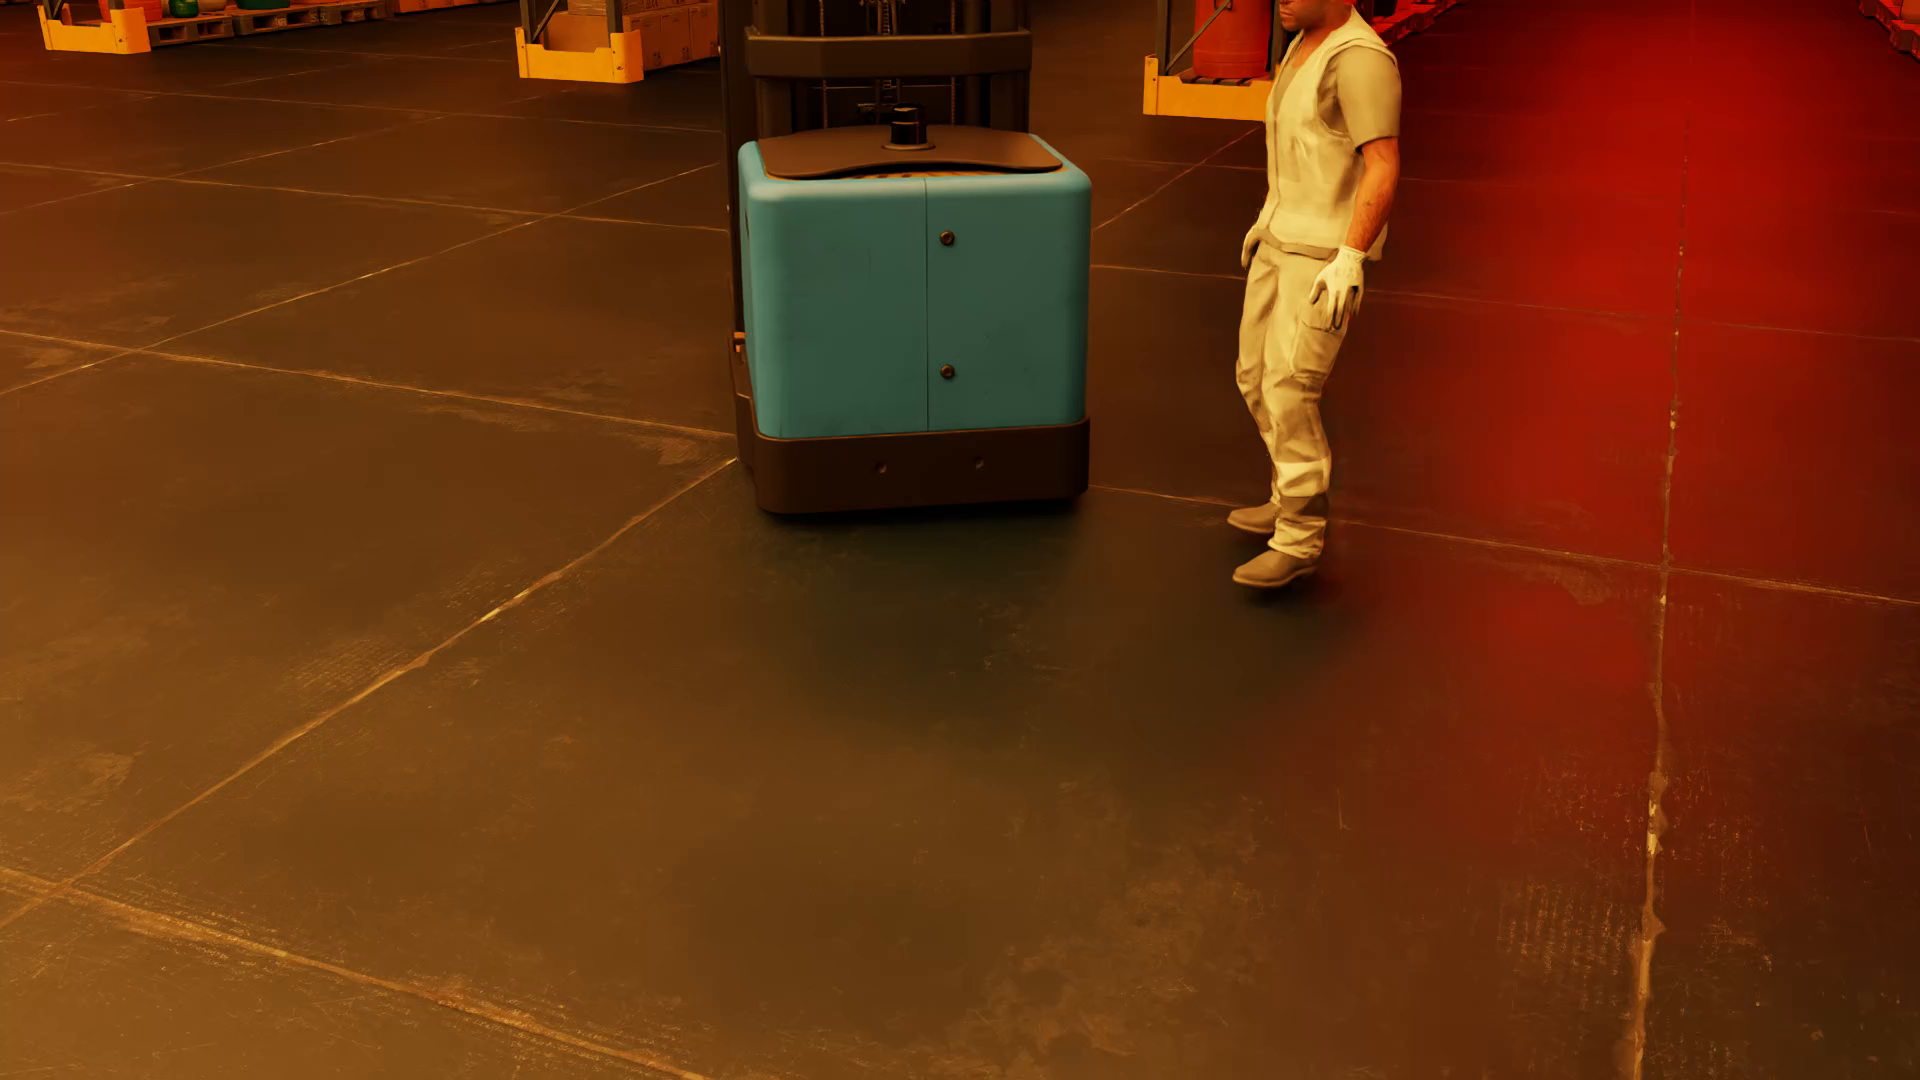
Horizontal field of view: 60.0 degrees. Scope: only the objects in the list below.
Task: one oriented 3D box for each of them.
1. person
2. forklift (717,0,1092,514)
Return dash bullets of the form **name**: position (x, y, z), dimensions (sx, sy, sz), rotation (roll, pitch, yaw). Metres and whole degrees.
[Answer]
- **person**: position (0.929, -0.800, 4.628), dimensions (0.472, 1.759, 0.793), rotation (-5, 23, -11)
- **forklift**: position (-0.336, -1.967, 5.999), dimensions (1.130, 2.935, 3.031), rotation (-4, 23, -8)
